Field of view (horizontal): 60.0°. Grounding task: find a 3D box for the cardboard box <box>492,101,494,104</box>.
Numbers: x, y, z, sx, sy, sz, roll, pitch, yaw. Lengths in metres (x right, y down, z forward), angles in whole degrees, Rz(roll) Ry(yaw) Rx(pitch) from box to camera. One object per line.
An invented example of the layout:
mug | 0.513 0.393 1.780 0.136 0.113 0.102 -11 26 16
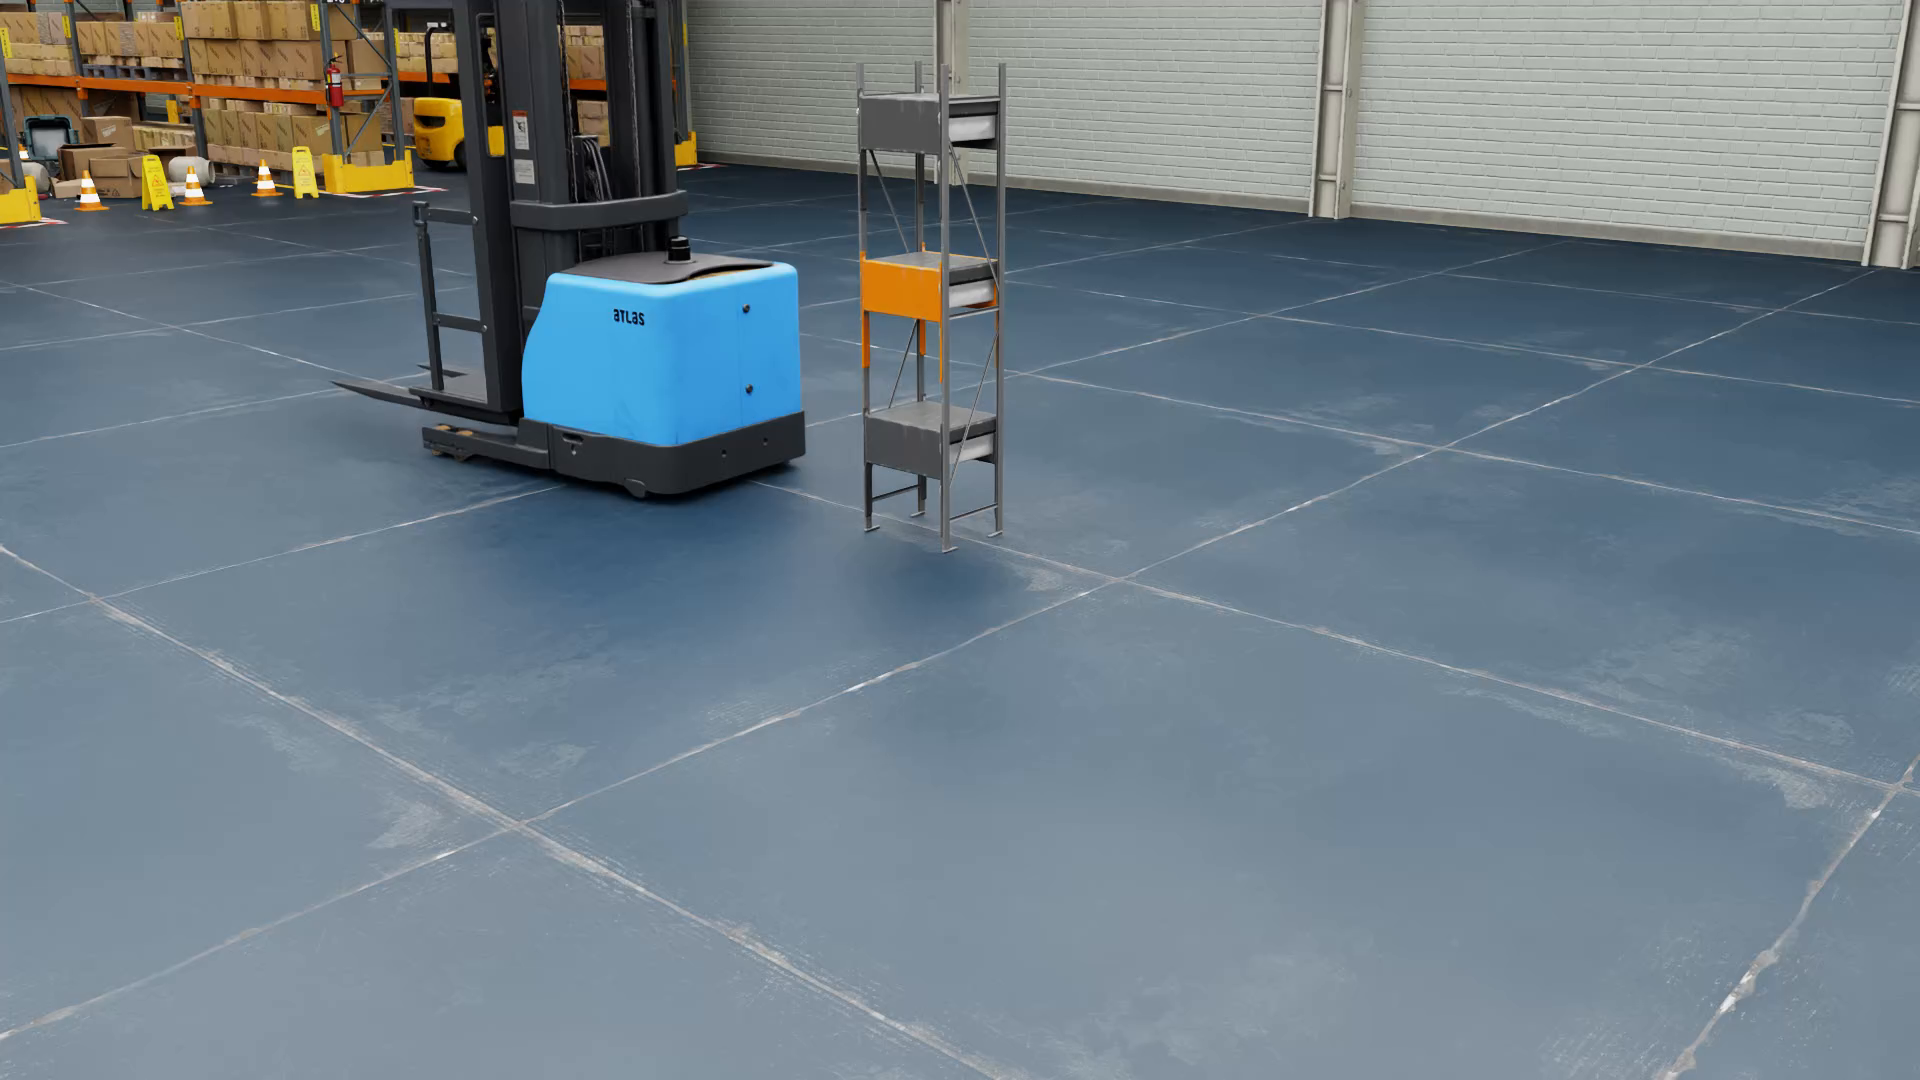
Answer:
cardboard box | -7.524 -7.320 27.917 0.500 0.250 0.500 15 23 38

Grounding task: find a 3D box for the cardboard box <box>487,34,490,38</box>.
cardboard box | -8.080 -8.497 28.191 0.250 0.149 0.380 16 24 41

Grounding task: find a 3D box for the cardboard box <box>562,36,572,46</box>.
cardboard box | -6.107 -7.934 26.416 0.250 0.149 0.380 15 23 40

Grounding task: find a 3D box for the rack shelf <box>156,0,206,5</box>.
rack shelf | -15.157 -11.217 34.228 4.000 0.370 1.077 15 23 39

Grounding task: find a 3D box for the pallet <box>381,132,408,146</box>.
pallet | -10.080 -7.422 30.650 1.213 0.211 1.003 15 23 39

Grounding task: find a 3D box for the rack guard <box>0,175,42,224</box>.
rack guard | -11.170 -3.859 18.945 0.348 0.500 1.175 15 23 39

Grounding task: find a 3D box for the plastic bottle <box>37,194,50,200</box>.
plastic bottle | -11.888 -4.418 21.432 0.133 0.061 0.283 7 19 21

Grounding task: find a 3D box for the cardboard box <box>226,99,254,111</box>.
cardboard box | -10.268 -6.234 23.834 0.250 0.149 0.380 16 24 41

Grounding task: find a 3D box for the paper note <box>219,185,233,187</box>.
paper note | -10.160 -4.907 23.023 0.148 0.019 0.142 7 19 21

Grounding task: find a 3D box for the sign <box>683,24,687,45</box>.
sign | -4.313 -7.894 25.964 0.005 0.325 0.100 15 23 39

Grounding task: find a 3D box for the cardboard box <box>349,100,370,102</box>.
cardboard box | -11.207 -8.285 31.125 0.250 0.149 0.380 14 22 37

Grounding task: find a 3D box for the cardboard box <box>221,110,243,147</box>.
cardboard box | -10.299 -5.961 24.048 0.500 0.500 0.500 16 24 41

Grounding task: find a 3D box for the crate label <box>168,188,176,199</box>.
crate label | -10.267 -4.450 21.407 0.298 0.136 0.250 4 18 11

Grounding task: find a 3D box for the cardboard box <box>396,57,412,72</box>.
cardboard box | -9.737 -8.506 29.702 0.500 0.250 0.500 14 22 38

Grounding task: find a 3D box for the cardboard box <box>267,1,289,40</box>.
cardboard box | -8.878 -7.018 22.456 0.500 0.500 0.700 15 23 40

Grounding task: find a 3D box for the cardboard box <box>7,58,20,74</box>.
cardboard box | -16.038 -8.175 28.661 0.500 0.250 0.500 15 23 39

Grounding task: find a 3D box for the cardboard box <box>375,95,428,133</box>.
cardboard box | -10.212 -7.865 30.668 0.625 0.625 0.875 16 24 41

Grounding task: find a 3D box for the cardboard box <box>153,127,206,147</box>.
cardboard box | -11.903 -6.195 25.822 0.950 0.372 0.625 -17 24 -42

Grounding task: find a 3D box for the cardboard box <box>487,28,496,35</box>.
cardboard box | -7.636 -8.490 27.675 0.250 0.149 0.380 16 23 40

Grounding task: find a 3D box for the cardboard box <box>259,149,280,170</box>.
cardboard box | -9.538 -5.396 23.507 0.500 0.250 0.500 14 22 37

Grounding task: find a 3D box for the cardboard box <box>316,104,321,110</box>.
cardboard box | -12.290 -8.278 32.174 0.500 0.500 0.500 14 22 37

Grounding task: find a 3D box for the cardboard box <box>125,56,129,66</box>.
cardboard box | -12.817 -7.507 26.027 0.250 0.149 0.380 16 24 41

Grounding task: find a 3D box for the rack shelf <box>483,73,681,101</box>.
rack shelf | -6.182 -7.378 27.090 4.000 0.370 1.077 15 23 39

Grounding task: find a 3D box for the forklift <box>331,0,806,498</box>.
forklift | -2.307 -1.935 8.865 3.031 2.935 1.130 12 21 34

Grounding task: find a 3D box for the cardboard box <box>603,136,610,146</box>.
cardboard box | -5.247 -6.232 26.140 0.500 0.250 0.500 15 23 40

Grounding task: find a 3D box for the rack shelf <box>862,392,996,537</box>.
rack shelf | -0.124 -0.354 7.615 0.480 0.518 0.431 15 23 39

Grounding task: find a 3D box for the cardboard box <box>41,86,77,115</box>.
cardboard box | -15.087 -7.327 28.557 0.875 0.875 0.875 15 23 40

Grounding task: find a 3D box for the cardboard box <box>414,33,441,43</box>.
cardboard box | -9.306 -8.783 29.090 0.250 0.149 0.380 14 23 38

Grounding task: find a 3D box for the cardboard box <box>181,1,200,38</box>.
cardboard box | -10.784 -7.527 24.061 0.500 0.500 0.700 15 23 39

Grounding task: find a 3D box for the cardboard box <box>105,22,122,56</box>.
cardboard box | -12.982 -7.840 26.007 0.500 0.500 0.500 16 23 40

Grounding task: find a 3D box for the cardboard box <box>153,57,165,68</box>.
cardboard box | -11.940 -7.220 25.125 0.250 0.149 0.380 15 23 38

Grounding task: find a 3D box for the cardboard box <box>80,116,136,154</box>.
cardboard box | -12.129 -5.759 23.681 0.500 0.500 0.500 15 23 39

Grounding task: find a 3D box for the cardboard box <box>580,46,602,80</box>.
cardboard box | -5.610 -7.512 26.159 0.500 0.500 0.500 16 24 41

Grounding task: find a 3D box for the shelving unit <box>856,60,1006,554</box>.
shelving unit | -0.124 -1.034 7.399 0.503 2.100 0.431 15 23 39

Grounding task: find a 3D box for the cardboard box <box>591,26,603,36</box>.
cardboard box | -5.512 -7.931 25.914 0.250 0.149 0.380 16 23 40

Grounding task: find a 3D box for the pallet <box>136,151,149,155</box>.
pallet | -12.470 -6.070 26.390 1.213 0.211 1.003 15 23 39

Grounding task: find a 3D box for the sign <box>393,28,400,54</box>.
sign | -7.618 -6.731 22.430 0.005 0.325 0.100 15 23 39

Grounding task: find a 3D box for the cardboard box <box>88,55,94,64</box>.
cardboard box | -13.842 -7.775 26.872 0.250 0.149 0.380 13 22 36

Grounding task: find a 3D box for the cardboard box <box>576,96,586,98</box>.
cardboard box | -6.423 -7.230 27.634 0.500 0.250 0.500 15 23 40

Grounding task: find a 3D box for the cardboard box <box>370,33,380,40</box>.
cardboard box | -10.426 -9.098 30.084 0.250 0.149 0.380 16 23 40

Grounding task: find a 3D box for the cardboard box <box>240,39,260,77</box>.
cardboard box | -9.677 -6.740 23.234 0.500 0.500 0.500 15 23 40

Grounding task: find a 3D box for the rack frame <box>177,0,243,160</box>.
rack frame | -10.970 -6.999 24.705 0.127 3.000 1.000 15 23 39

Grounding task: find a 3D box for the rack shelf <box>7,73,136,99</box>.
rack shelf | -15.457 -7.860 28.610 4.000 0.370 1.077 15 23 39

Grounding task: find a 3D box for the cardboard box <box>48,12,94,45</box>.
cardboard box | -14.522 -8.371 27.210 0.500 0.500 0.500 14 23 38

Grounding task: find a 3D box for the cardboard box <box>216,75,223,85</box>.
cardboard box | -10.505 -6.658 24.046 0.250 0.149 0.380 15 23 39

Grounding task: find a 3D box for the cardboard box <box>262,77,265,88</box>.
cardboard box | -9.530 -6.414 23.277 0.250 0.149 0.380 15 23 39

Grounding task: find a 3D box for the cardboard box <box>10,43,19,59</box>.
cardboard box | -16.043 -8.414 28.586 0.500 0.250 0.500 15 23 40

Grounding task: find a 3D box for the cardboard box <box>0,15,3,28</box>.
cardboard box | -16.416 -8.880 28.815 0.500 0.500 0.500 15 23 39

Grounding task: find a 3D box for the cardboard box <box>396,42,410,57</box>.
cardboard box | -9.746 -8.738 29.607 0.500 0.250 0.500 14 23 38

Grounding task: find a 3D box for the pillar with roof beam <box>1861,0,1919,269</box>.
pillar with roof beam | 5.997 -5.934 11.434 0.400 9.000 9.100 15 23 39

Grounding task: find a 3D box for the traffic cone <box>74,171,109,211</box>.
traffic cone | -10.643 -4.274 20.314 0.334 0.463 0.336 15 23 39

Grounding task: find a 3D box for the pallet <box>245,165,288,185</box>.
pallet | -9.527 -5.298 23.955 1.213 0.211 1.003 15 23 39

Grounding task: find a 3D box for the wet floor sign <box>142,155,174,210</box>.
wet floor sign | -9.852 -4.375 20.331 0.232 0.644 0.267 11 20 30

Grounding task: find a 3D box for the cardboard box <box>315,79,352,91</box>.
cardboard box | -8.399 -6.102 22.297 0.250 0.149 0.380 16 24 41
